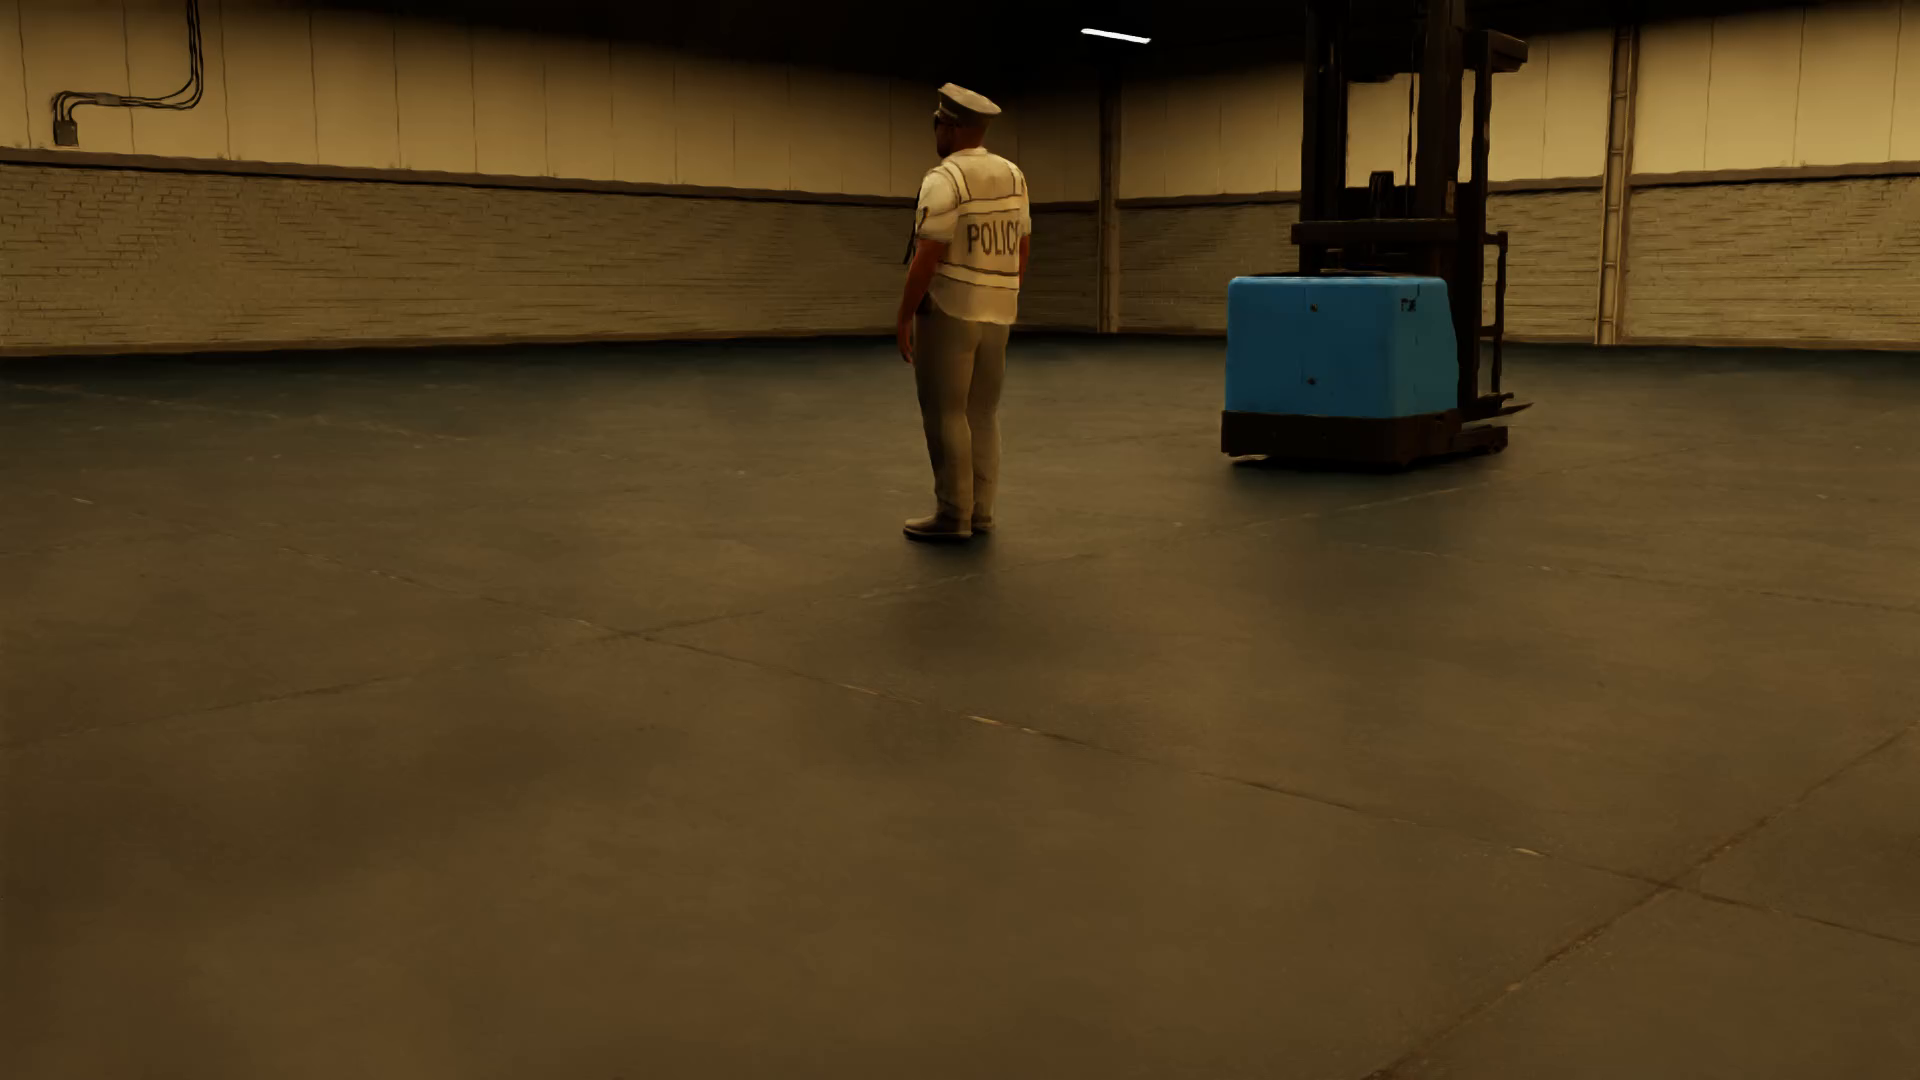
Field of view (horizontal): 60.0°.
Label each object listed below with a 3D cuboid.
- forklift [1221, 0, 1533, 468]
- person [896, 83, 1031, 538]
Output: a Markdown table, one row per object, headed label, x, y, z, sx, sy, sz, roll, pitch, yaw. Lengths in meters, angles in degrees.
| label | x | y | z | sx | sy | sz | roll | pitch | yaw |
| --- | --- | --- | --- | --- | --- | --- | --- | --- | --- |
| forklift | 2.793 | -2.023 | 10.307 | 1.130 | 2.935 | 3.031 | 6 | 11 | 36 |
| person | -0.048 | -0.898 | 6.645 | 0.574 | 1.781 | 0.640 | 8 | 12 | 43 |
